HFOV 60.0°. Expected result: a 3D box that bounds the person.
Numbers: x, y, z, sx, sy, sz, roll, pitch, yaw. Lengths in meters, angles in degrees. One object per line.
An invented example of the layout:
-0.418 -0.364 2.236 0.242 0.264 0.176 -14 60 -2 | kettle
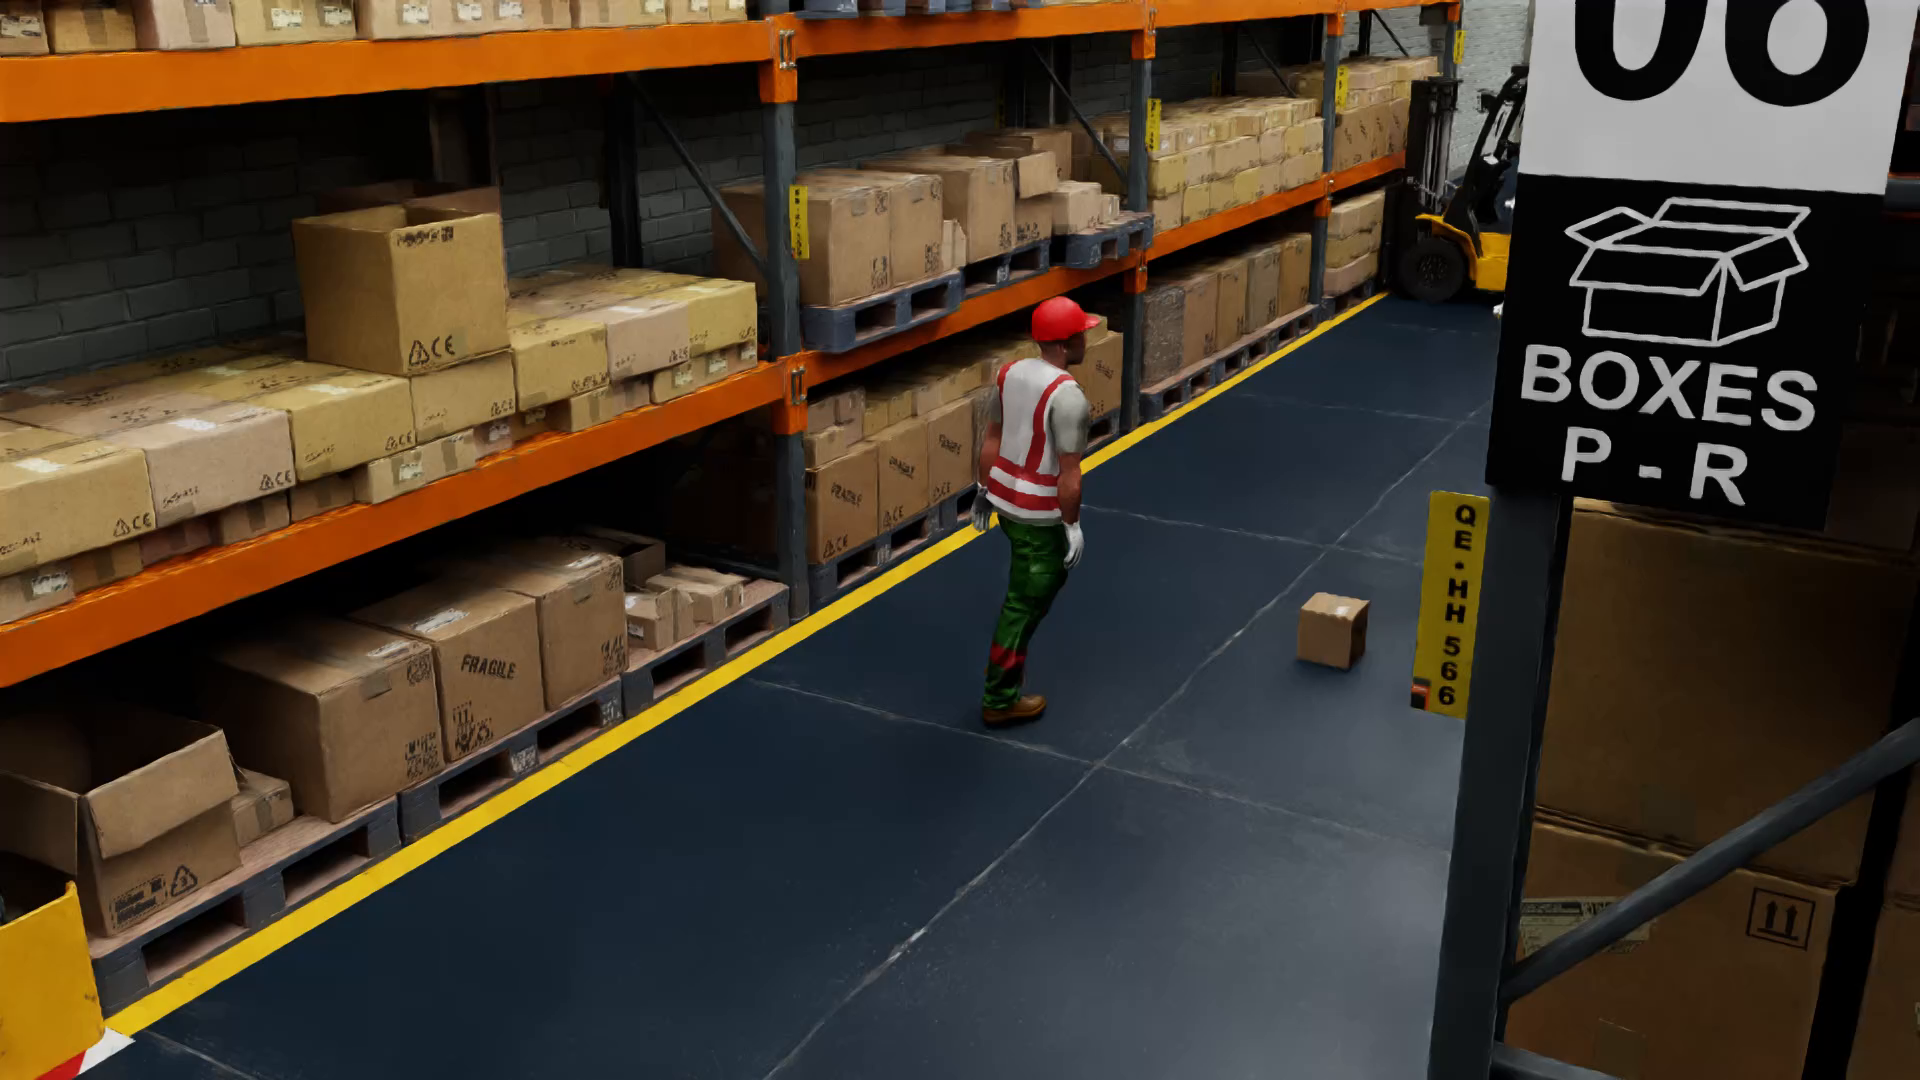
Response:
0.311 -0.115 6.806 0.497 1.772 0.581 -10 22 -26 | person
